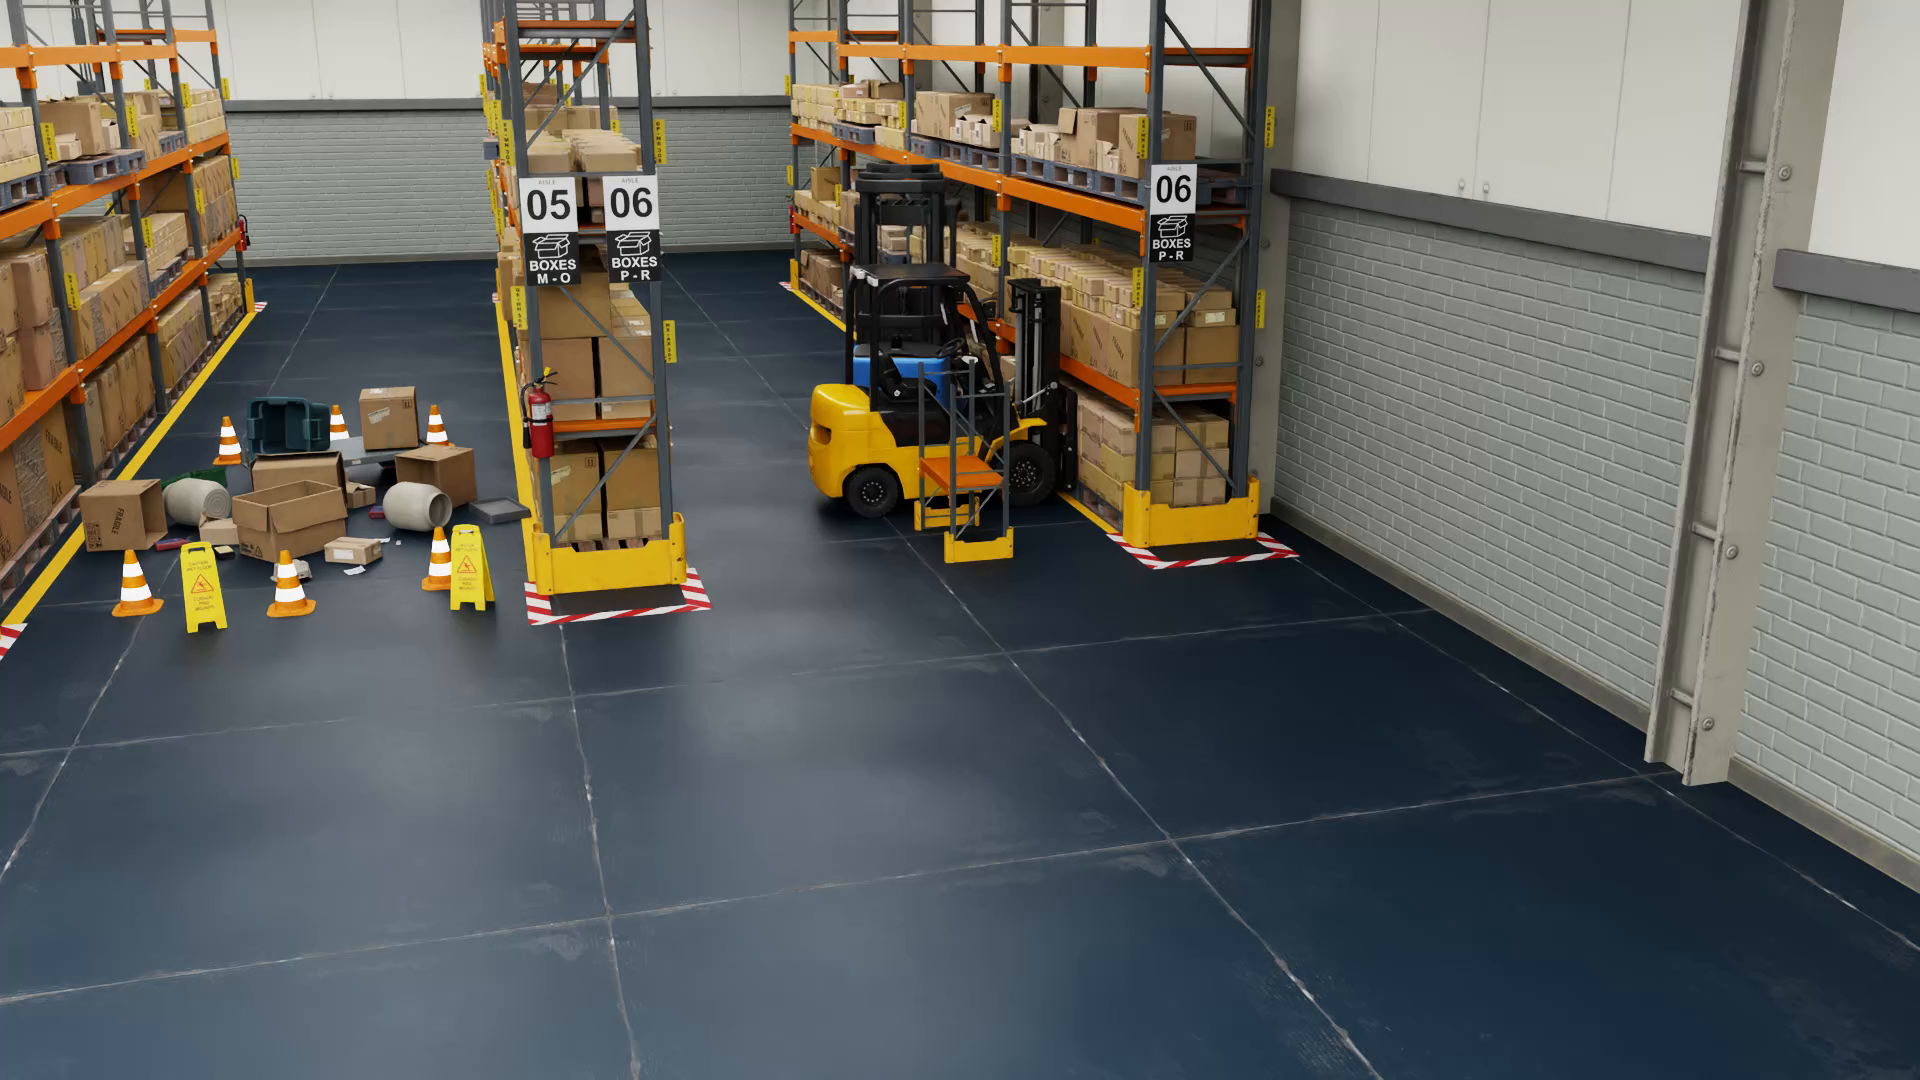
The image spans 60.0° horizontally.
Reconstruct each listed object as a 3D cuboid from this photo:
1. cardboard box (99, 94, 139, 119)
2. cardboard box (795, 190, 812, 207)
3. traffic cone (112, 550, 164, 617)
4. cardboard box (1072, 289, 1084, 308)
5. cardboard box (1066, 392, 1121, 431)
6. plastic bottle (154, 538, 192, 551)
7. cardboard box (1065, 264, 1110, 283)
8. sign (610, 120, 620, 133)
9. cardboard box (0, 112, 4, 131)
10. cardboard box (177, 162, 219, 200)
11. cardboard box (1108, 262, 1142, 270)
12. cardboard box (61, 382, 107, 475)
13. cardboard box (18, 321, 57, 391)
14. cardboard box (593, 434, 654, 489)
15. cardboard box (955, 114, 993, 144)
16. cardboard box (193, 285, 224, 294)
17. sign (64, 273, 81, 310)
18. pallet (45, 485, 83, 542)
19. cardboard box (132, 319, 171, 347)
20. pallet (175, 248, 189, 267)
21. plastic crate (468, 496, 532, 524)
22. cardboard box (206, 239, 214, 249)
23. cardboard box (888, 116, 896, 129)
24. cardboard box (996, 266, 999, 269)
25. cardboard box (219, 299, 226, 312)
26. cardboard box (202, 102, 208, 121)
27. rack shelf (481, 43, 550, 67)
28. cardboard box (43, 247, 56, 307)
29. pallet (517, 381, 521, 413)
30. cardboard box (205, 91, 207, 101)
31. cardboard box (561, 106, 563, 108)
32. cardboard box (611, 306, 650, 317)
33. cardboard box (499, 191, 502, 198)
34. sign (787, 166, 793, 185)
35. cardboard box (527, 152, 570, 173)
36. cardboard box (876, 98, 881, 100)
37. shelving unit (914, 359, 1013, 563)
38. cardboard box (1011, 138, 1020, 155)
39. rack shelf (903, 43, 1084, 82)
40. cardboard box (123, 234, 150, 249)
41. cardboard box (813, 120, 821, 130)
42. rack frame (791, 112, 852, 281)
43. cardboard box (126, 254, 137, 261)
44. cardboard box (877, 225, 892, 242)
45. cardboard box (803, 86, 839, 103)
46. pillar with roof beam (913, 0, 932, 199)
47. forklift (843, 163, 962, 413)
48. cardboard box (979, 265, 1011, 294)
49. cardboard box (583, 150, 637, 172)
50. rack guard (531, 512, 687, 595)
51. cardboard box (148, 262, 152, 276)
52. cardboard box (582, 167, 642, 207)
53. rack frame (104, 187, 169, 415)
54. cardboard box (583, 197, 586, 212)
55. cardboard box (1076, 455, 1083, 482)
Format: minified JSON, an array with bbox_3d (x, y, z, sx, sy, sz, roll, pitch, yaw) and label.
[{"bbox_3d":[-9.685,-4.993,19.142,0.396,0.266,0.258,-5,17,-15],"label":"cardboard box"},{"bbox_3d":[-2.527,-5.815,28.341,0.500,0.250,0.500,-5,17,-15],"label":"cardboard box"},{"bbox_3d":[-6.279,0.303,12.640,0.336,0.463,0.334,-5,17,-15],"label":"traffic cone"},{"bbox_3d":[1.264,-2.251,15.430,0.380,0.149,0.250,-5,17,-15],"label":"cardboard box"},{"bbox_3d":[1.284,-1.211,15.582,0.500,0.250,0.500,-4,17,-15],"label":"cardboard box"},{"bbox_3d":[-6.735,0.033,14.235,0.283,0.061,0.133,-12,20,-34],"label":"plastic bottle"},{"bbox_3d":[1.224,-2.544,15.889,0.380,0.149,0.250,-5,17,-15],"label":"cardboard box"},{"bbox_3d":[-3.347,-3.908,16.135,0.100,0.325,0.005,-5,17,-15],"label":"sign"},{"bbox_3d":[-7.911,-3.350,13.325,0.380,0.149,0.250,-5,17,-15],"label":"cardboard box"},{"bbox_3d":[-11.091,-5.212,24.159,0.500,0.500,0.500,-5,18,-17],"label":"cardboard box"},{"bbox_3d":[1.644,-2.579,16.007,0.380,0.149,0.250,-4,17,-14],"label":"cardboard box"},{"bbox_3d":[-8.855,-1.048,15.906,1.050,0.750,0.750,-5,17,-16],"label":"cardboard box"},{"bbox_3d":[-8.312,-1.580,14.237,0.875,0.550,0.550,-5,17,-15],"label":"cardboard box"},{"bbox_3d":[-2.878,-0.711,14.353,0.500,0.500,0.500,-5,18,-17],"label":"cardboard box"},{"bbox_3d":[0.261,-4.608,18.617,0.500,0.311,0.500,-5,18,-17],"label":"cardboard box"},{"bbox_3d":[-11.196,-3.709,24.777,0.380,0.149,0.250,-5,18,-17],"label":"cardboard box"},{"bbox_3d":[-8.065,-2.256,15.107,0.100,0.325,0.005,-5,17,-15],"label":"sign"},{"bbox_3d":[-8.464,-0.207,14.776,1.003,0.211,1.213,-5,17,-15],"label":"pallet"},{"bbox_3d":[-9.654,-2.439,19.669,0.500,0.250,0.500,-6,18,-18],"label":"cardboard box"},{"bbox_3d":[-10.726,-3.657,21.748,1.003,0.211,1.213,-5,17,-15],"label":"pallet"},{"bbox_3d":[-4.223,-0.281,15.250,0.402,0.080,0.583,-12,20,-34],"label":"plastic crate"},{"bbox_3d":[-10.901,-4.242,23.796,0.380,0.149,0.250,-4,17,-14],"label":"cardboard box"},{"bbox_3d":[-0.733,-5.527,21.990,0.380,0.149,0.250,-5,17,-15],"label":"cardboard box"},{"bbox_3d":[0.598,-3.008,17.949,0.380,0.149,0.250,-4,17,-13],"label":"cardboard box"},{"bbox_3d":[-10.979,-3.431,24.369,0.380,0.149,0.250,-5,17,-16],"label":"cardboard box"},{"bbox_3d":[-11.117,-6.152,23.896,0.500,0.250,0.500,-5,18,-18],"label":"cardboard box"},{"bbox_3d":[-6.614,-7.282,24.998,1.077,0.370,4.000,-5,17,-15],"label":"rack shelf"},{"bbox_3d":[-8.740,-2.423,15.393,0.700,0.500,0.500,-5,17,-16],"label":"cardboard box"},{"bbox_3d":[-4.752,-1.733,19.856,1.003,0.211,1.213,-5,17,-15],"label":"pallet"},{"bbox_3d":[-11.288,-6.519,24.424,0.380,0.149,0.250,-5,17,-17],"label":"cardboard box"},{"bbox_3d":[-5.621,-5.759,22.623,0.500,0.311,0.500,-5,17,-15],"label":"cardboard box"},{"bbox_3d":[-2.917,-1.699,14.205,0.500,0.500,0.500,-5,17,-16],"label":"cardboard box"},{"bbox_3d":[-5.638,-4.213,21.353,0.500,0.500,0.500,-5,17,-15],"label":"cardboard box"},{"bbox_3d":[-2.914,-6.263,28.584,0.100,0.325,0.005,-5,17,-15],"label":"sign"},{"bbox_3d":[-3.144,-2.841,12.531,0.380,0.149,0.250,-5,17,-15],"label":"cardboard box"},{"bbox_3d":[-1.006,-6.350,24.179,0.380,0.149,0.250,-5,17,-15],"label":"cardboard box"},{"bbox_3d":[0.021,-0.697,14.166,0.587,1.500,1.083,-5,17,-15],"label":"shelving unit"},{"bbox_3d":[0.737,-3.989,16.838,0.380,0.149,0.250,-4,17,-14],"label":"cardboard box"},{"bbox_3d":[0.356,-5.462,18.941,1.077,0.370,4.000,-5,17,-15],"label":"rack shelf"},{"bbox_3d":[-9.777,-3.517,19.619,0.380,0.149,0.250,-5,17,-16],"label":"cardboard box"},{"bbox_3d":[-2.127,-6.601,26.436,0.380,0.149,0.250,-4,17,-14],"label":"cardboard box"},{"bbox_3d":[-2.392,-5.891,28.851,1.000,3.000,0.127,-5,17,-15],"label":"rack frame"},{"bbox_3d":[-9.637,-3.239,19.209,0.380,0.149,0.250,-4,17,-13],"label":"cardboard box"},{"bbox_3d":[-0.820,-4.366,22.864,0.797,0.503,0.637,-5,17,-17],"label":"cardboard box"},{"bbox_3d":[-2.239,-7.215,26.920,0.500,0.250,0.500,-5,17,-16],"label":"cardboard box"},{"bbox_3d":[-4.757,-7.582,24.050,9.100,9.000,0.400,-5,17,-15],"label":"pillar with roof beam"},{"bbox_3d":[-0.556,-2.637,18.136,1.130,2.935,3.031,1,17,5],"label":"forklift"},{"bbox_3d":[0.525,-2.855,18.136,0.500,0.250,0.500,-5,17,-16],"label":"cardboard box"},{"bbox_3d":[-2.668,-2.885,12.679,0.380,0.149,0.250,-5,17,-16],"label":"cardboard box"},{"bbox_3d":[-2.788,0.104,13.237,1.175,0.500,0.348,-5,17,-15],"label":"rack guard"},{"bbox_3d":[-9.700,-3.161,19.467,0.380,0.149,0.250,-4,17,-13],"label":"cardboard box"},{"bbox_3d":[-2.649,-2.740,12.888,0.500,0.250,0.500,-5,17,-16],"label":"cardboard box"},{"bbox_3d":[-9.697,-2.866,18.779,1.000,3.000,0.127,-5,17,-15],"label":"rack frame"},{"bbox_3d":[-2.912,-2.787,13.739,0.380,0.149,0.250,-5,18,-17],"label":"cardboard box"},{"bbox_3d":[1.315,-0.732,15.726,0.500,0.250,0.500,-5,17,-15],"label":"cardboard box"}]
